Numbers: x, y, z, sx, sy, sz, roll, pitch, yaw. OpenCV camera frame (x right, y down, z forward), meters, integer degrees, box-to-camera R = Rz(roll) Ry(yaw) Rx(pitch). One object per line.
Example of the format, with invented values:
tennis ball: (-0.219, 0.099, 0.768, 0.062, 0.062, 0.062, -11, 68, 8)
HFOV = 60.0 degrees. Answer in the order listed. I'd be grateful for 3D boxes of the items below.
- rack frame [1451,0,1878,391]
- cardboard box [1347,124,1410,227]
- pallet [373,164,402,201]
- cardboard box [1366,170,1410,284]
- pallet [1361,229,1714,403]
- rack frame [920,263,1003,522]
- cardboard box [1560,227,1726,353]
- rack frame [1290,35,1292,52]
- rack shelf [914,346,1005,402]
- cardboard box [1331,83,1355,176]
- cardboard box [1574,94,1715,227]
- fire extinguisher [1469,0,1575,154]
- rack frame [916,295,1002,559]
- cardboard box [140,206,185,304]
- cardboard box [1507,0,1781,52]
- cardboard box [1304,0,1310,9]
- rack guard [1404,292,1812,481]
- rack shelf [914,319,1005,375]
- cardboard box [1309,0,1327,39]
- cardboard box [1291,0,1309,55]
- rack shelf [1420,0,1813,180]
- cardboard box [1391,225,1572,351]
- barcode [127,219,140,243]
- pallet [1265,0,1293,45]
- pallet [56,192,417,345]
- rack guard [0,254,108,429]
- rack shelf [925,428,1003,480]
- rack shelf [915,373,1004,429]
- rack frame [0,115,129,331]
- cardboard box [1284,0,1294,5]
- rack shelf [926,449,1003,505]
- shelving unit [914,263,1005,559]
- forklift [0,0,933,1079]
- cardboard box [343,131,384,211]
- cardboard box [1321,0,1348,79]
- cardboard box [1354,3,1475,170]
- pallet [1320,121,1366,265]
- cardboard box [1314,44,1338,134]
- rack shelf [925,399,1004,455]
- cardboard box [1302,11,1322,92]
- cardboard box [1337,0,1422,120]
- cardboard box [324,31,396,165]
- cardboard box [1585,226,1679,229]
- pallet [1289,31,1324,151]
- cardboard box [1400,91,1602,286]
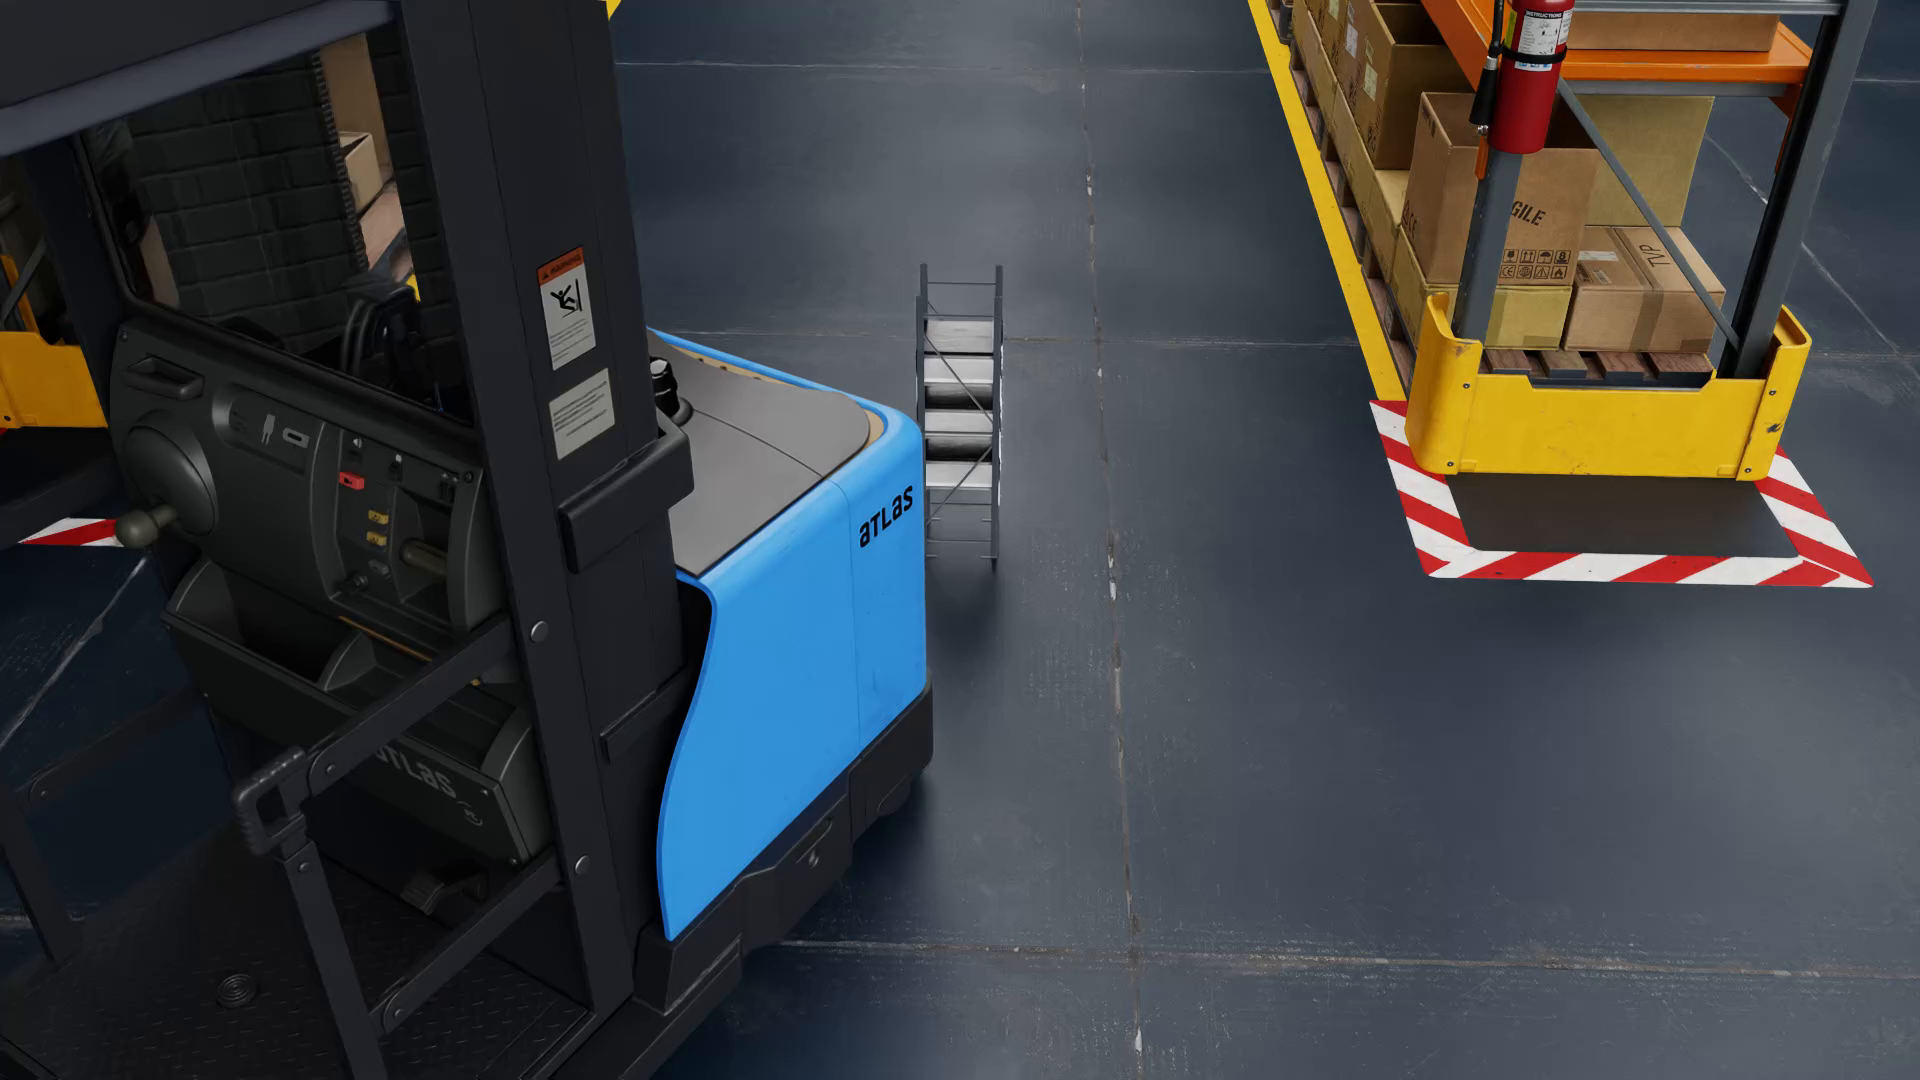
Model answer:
rack frame: (2.130, -1.550, 4.846, 1.000, 3.000, 0.127, 1, 35, 2)
cardboard box: (1.882, -1.486, 6.782, 0.500, 0.250, 0.500, 1, 35, 2)
pallet: (-2.697, -1.730, 7.528, 1.003, 0.211, 1.213, 1, 35, 2)
cardboard box: (1.864, -1.199, 6.373, 0.500, 0.250, 0.500, 1, 35, 2)
pallet: (2.119, -0.849, 6.275, 1.003, 0.211, 1.213, 1, 35, 2)
rack frame: (0.004, -0.431, 5.081, 0.240, 0.900, 0.006, 1, 35, 2)
cardboard box: (2.374, -0.899, 5.947, 0.500, 0.250, 0.500, 1, 35, 2)
rack frame: (2.290, -3.848, 8.116, 1.000, 3.000, 0.127, 1, 35, 2)
rack shelf: (0.000, -0.493, 4.914, 0.258, 0.077, 0.200, 1, 35, 2)
cardboard box: (1.904, -1.774, 7.191, 0.500, 0.250, 0.500, 1, 35, 2)
cardboard box: (2.392, -1.494, 6.140, 0.500, 0.500, 0.500, 1, 35, 2)
fire extinguisher: (1.661, -1.461, 4.787, 0.296, 0.674, 0.183, 1, 35, 2)
rack frame: (-0.004, -0.314, 4.915, 0.240, 0.900, 0.006, 1, 35, 2)
cardboard box: (-2.702, -1.137, 6.215, 0.500, 0.311, 0.500, -2, 35, -3)
cardboard box: (2.161, -1.859, 5.199, 0.700, 0.500, 0.500, 1, 35, 2)
cardboard box: (1.959, -2.942, 8.202, 0.500, 0.500, 0.500, 1, 35, 2)
rack guard: (2.129, -0.513, 5.545, 1.175, 0.500, 0.348, 1, 35, 2)
rack shelf: (0.000, -0.566, 4.862, 0.258, 0.077, 0.200, 1, 35, 2)
cardboard box: (1.947, -2.655, 7.793, 0.500, 0.500, 0.500, 1, 35, 2)
cardboard box: (1.969, -2.635, 8.417, 0.500, 0.250, 0.500, 1, 35, 2)
rack shelf: (2.210, -2.404, 6.688, 1.077, 0.370, 4.000, 1, 35, 2)
cardboard box: (1.856, -0.911, 5.964, 0.500, 0.250, 0.500, 1, 35, 2)
barcode: (-3.101, -1.161, 6.241, 0.001, 0.075, 0.075, 1, 35, 2)
pallet: (2.281, -3.131, 9.522, 1.003, 0.211, 1.213, 1, 35, 2)
pallet: (-2.749, -1.031, 6.533, 1.003, 0.211, 1.213, 1, 35, 2)
rack guard: (-2.817, -0.683, 5.787, 1.175, 0.500, 0.348, 1, 35, 2)
rack shelf: (0.000, -0.272, 5.069, 0.258, 0.077, 0.200, 1, 35, 2)
rack shelf: (0.000, -0.419, 4.965, 0.258, 0.077, 0.200, 1, 35, 2)
rack frame: (-2.820, -1.662, 5.006, 1.000, 3.000, 0.127, 1, 35, 2)
cardboard box: (2.017, -3.140, 9.135, 0.500, 0.250, 0.500, 1, 35, 1)
rack shelf: (0.000, -0.198, 5.121, 0.258, 0.077, 0.200, 1, 35, 2)
shelving unit: (0.000, -0.373, 4.998, 0.258, 0.900, 0.210, 1, 35, 2)
forklift: (-1.283, -0.035, 2.750, 1.130, 2.935, 3.031, 20, 40, 26)
cardboard box: (-2.679, -1.465, 6.681, 0.500, 0.311, 0.500, 4, 35, 6)
cardboard box: (1.919, -2.368, 7.384, 0.500, 0.500, 0.500, 1, 35, 2)
cardboard box: (1.879, -1.793, 6.567, 0.500, 0.500, 0.500, 1, 35, 2)
pallet: (2.170, -1.548, 7.269, 1.003, 0.211, 1.213, 1, 35, 2)
cardboard box: (1.918, -2.061, 7.600, 0.500, 0.250, 0.500, 1, 35, 2)
rack shelf: (0.000, -0.346, 5.017, 0.258, 0.077, 0.200, 1, 35, 2)
cardboard box: (1.944, -2.348, 8.008, 0.500, 0.250, 0.500, 1, 35, 2)
cardboard box: (1.901, -2.080, 6.975, 0.500, 0.500, 0.500, 1, 35, 2)
cardboard box: (-2.600, -1.963, 7.225, 0.700, 0.500, 0.500, -1, 35, -1)
cardboard box: (2.390, -1.187, 6.356, 0.500, 0.250, 0.500, 1, 35, 2)
pallet: (2.217, -2.251, 8.269, 1.003, 0.211, 1.213, 1, 35, 2)
cardboard box: (1.854, -1.218, 5.749, 0.500, 0.500, 0.500, 1, 35, 2)
